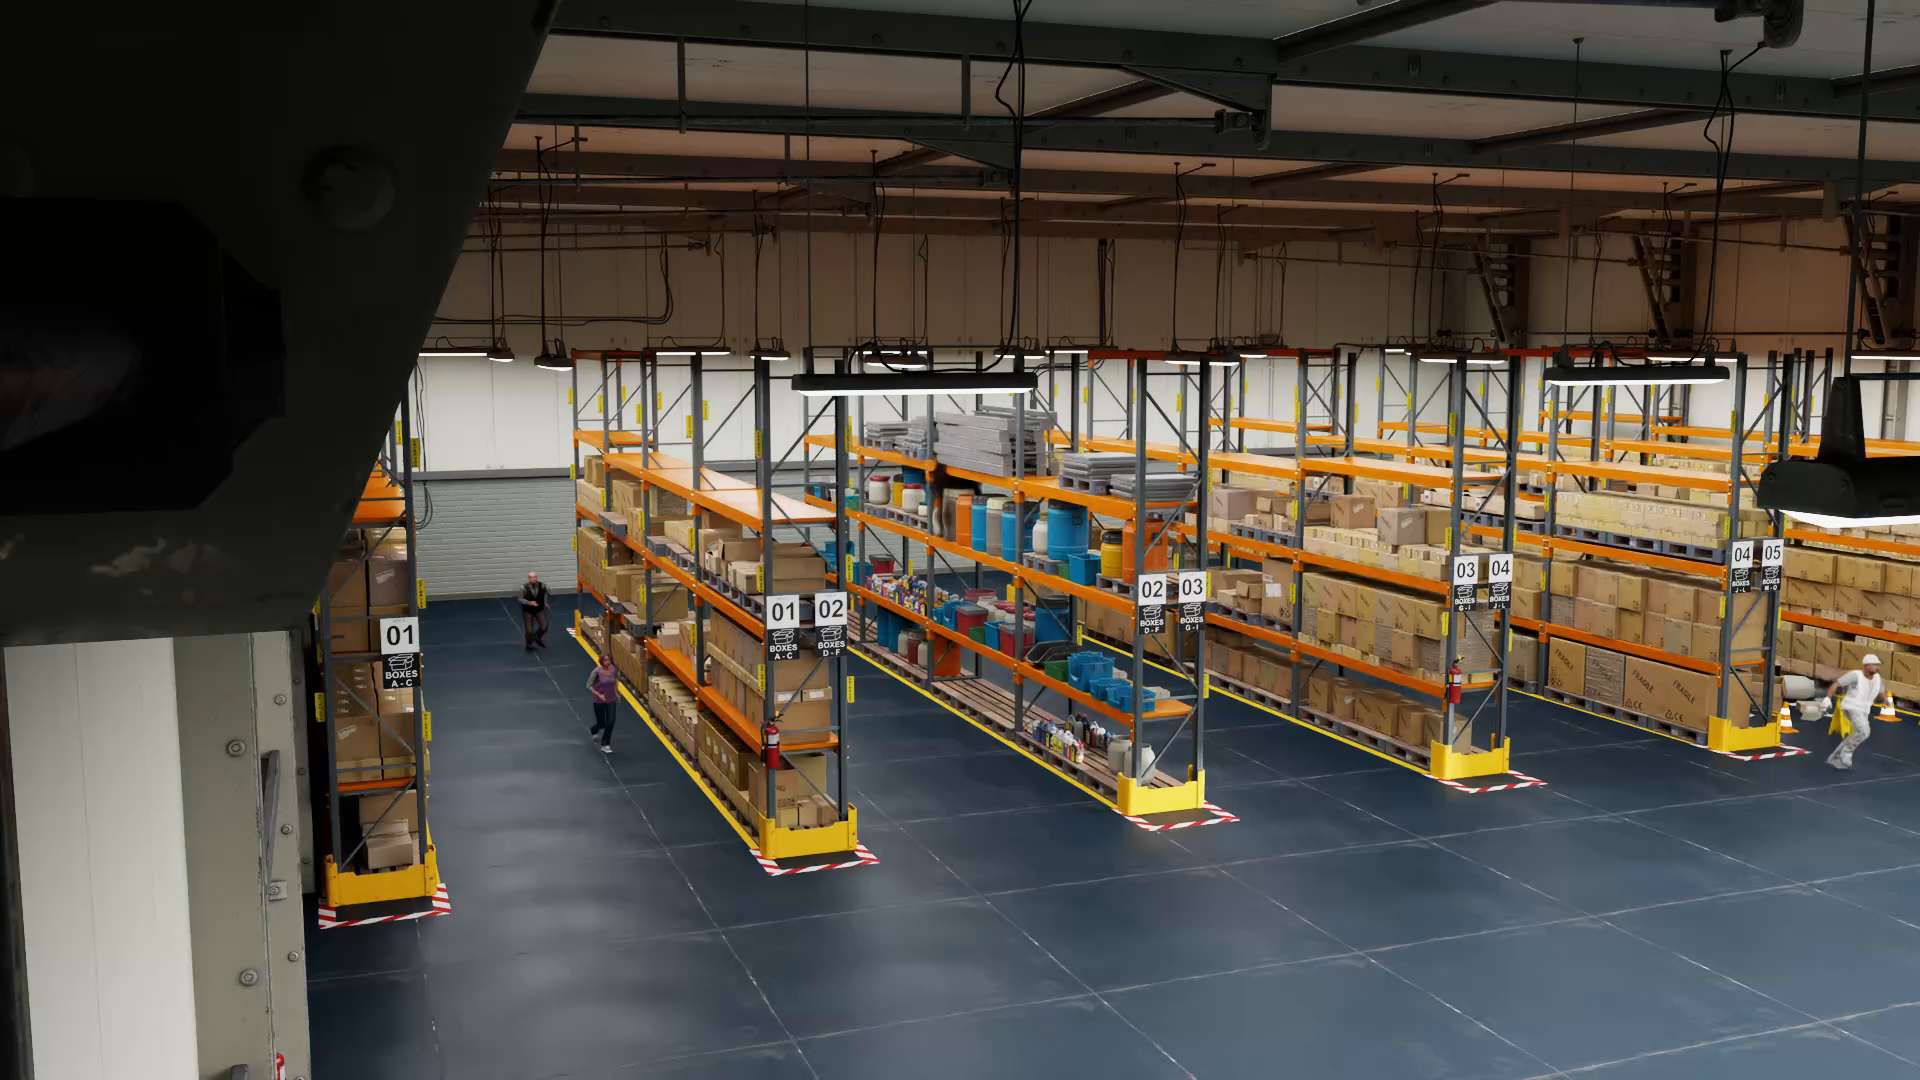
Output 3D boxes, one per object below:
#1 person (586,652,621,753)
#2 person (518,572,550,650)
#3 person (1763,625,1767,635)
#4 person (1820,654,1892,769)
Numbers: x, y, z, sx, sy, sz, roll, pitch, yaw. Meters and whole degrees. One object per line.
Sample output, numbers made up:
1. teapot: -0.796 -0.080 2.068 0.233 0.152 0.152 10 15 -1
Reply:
1. person: -5.436 2.444 25.257 0.536 1.546 0.688 -5 8 -33
2. person: -8.478 1.422 33.108 0.656 1.611 0.835 -4 8 -29
3. person: 16.061 1.480 33.229 0.645 1.488 0.766 -6 9 -39
4. person: 13.124 2.503 24.213 0.864 1.688 0.723 -4 8 -29
